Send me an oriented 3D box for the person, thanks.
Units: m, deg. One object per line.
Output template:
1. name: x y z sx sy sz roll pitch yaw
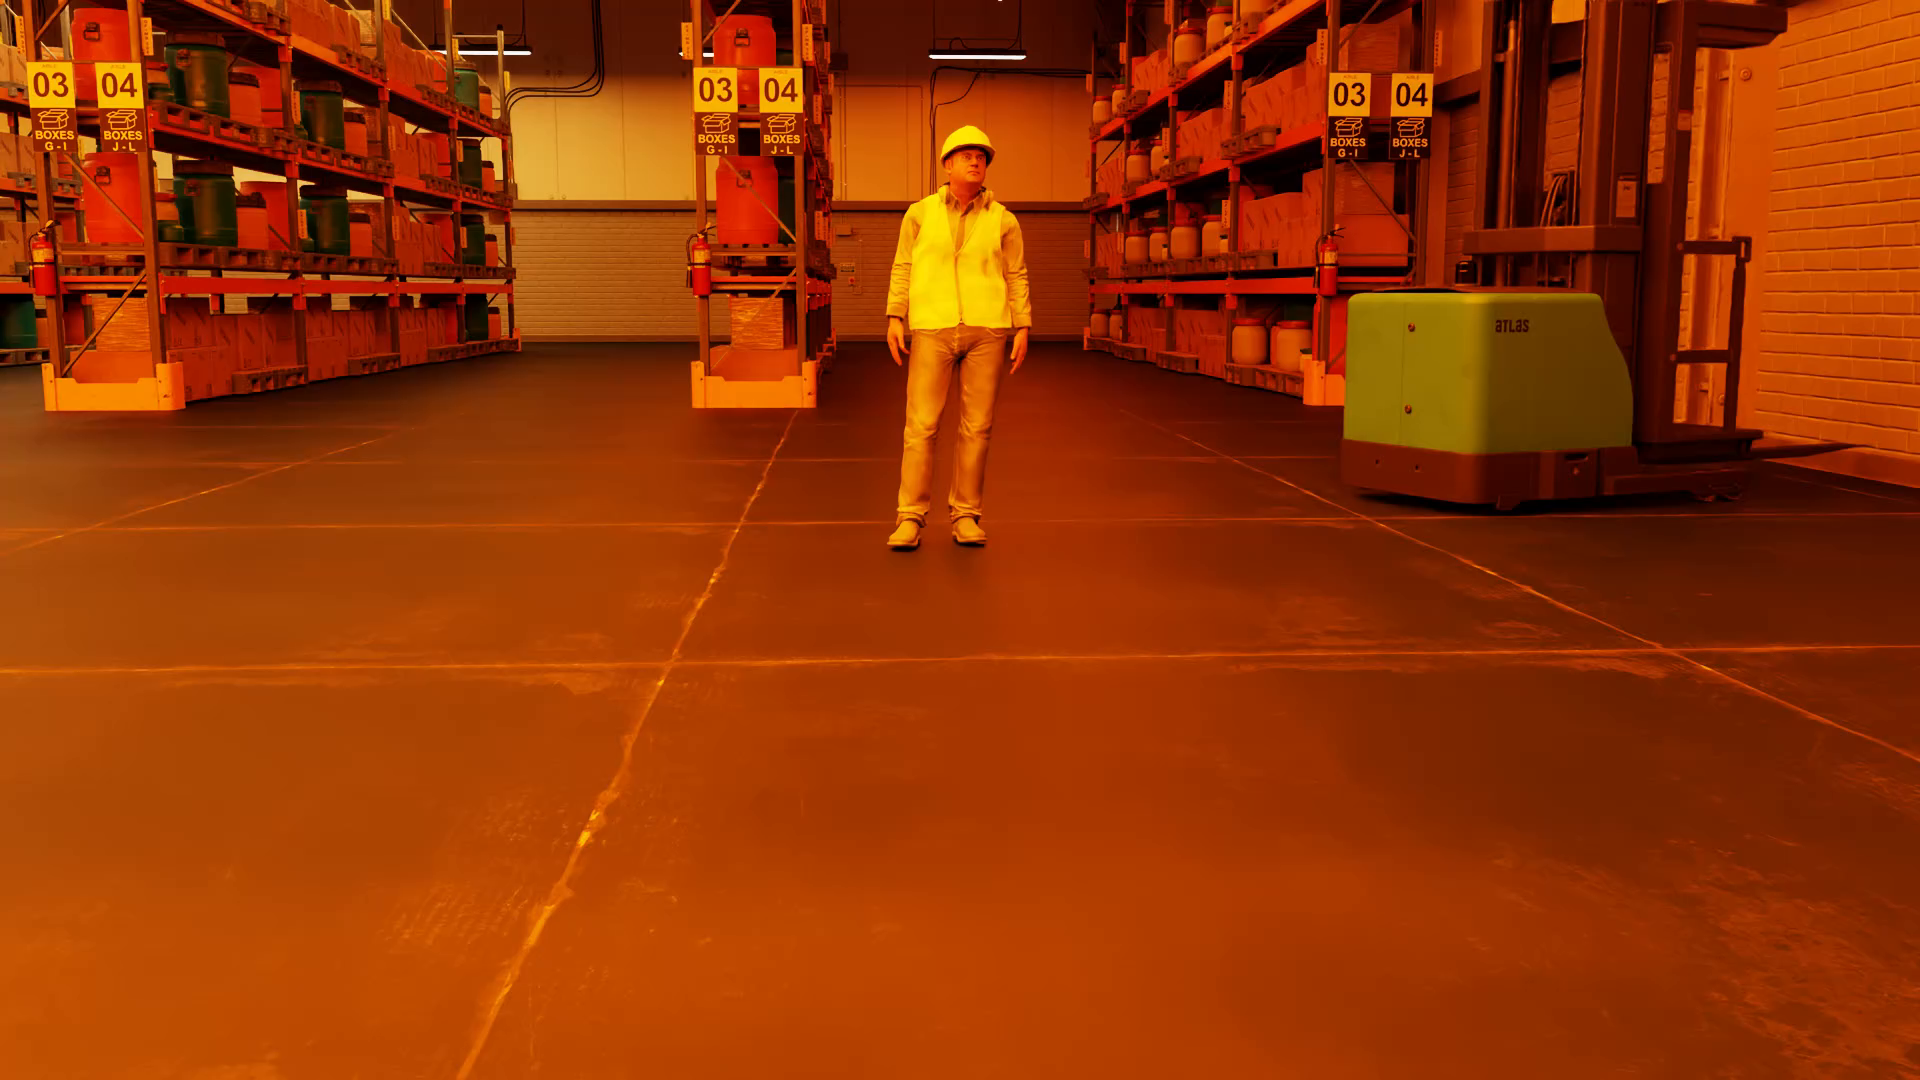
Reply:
1. person: -0.003 -0.876 7.116 0.634 1.775 0.566 -1 8 -4

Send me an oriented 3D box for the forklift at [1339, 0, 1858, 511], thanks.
1. forklift: 3.569 -1.712 8.861 3.031 2.935 1.130 -4 9 -26
